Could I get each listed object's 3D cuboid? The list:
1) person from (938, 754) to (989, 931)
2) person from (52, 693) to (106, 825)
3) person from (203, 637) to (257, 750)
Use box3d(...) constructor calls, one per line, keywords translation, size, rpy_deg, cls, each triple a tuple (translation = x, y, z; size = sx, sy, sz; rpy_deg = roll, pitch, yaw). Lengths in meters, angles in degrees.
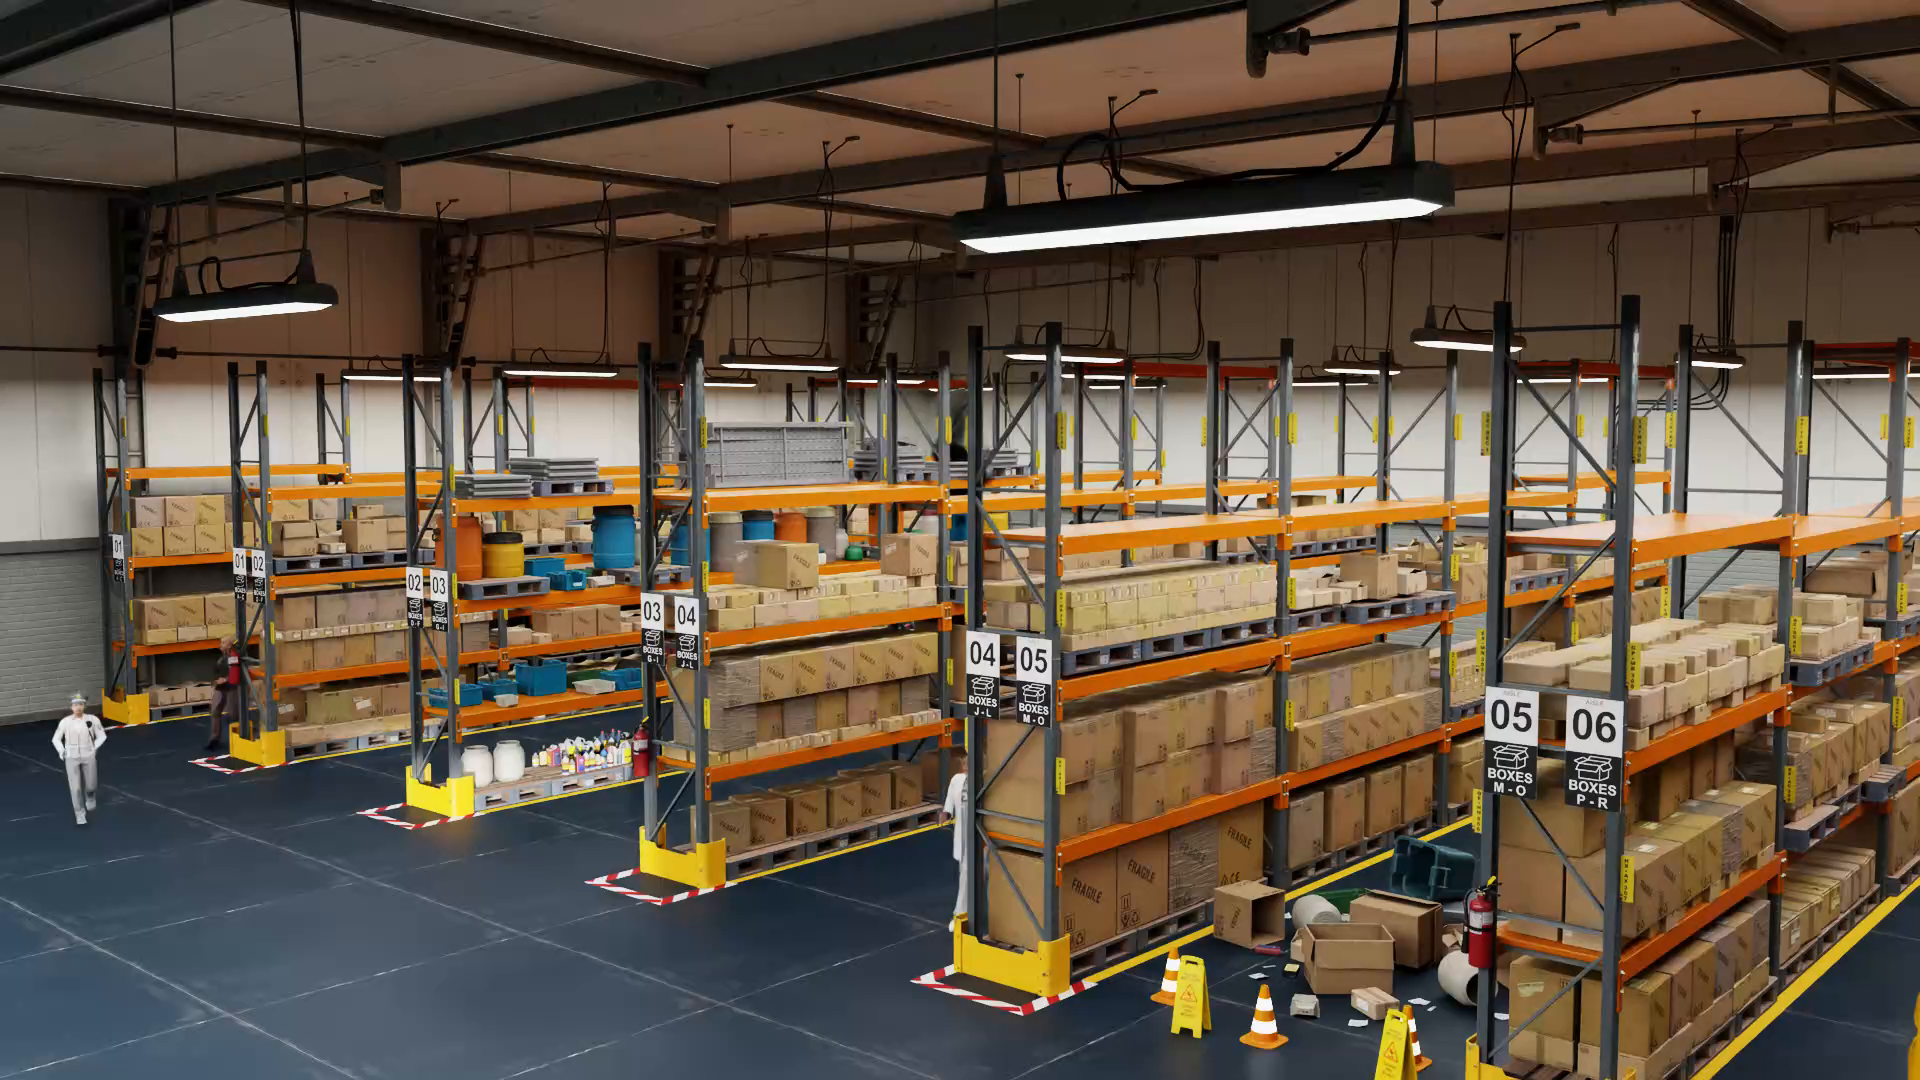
box3d(translation=(0.170, 3.048, 17.124), size=(0.722, 1.776, 1.017), rpy_deg=(3, 5, 33), cls="person")
box3d(translation=(-11.259, 2.774, 21.273), size=(0.617, 1.649, 0.631), rpy_deg=(-2, 5, -26), cls="person")
box3d(translation=(-11.499, 2.388, 26.189), size=(0.666, 1.755, 0.904), rpy_deg=(2, 5, 28), cls="person")
